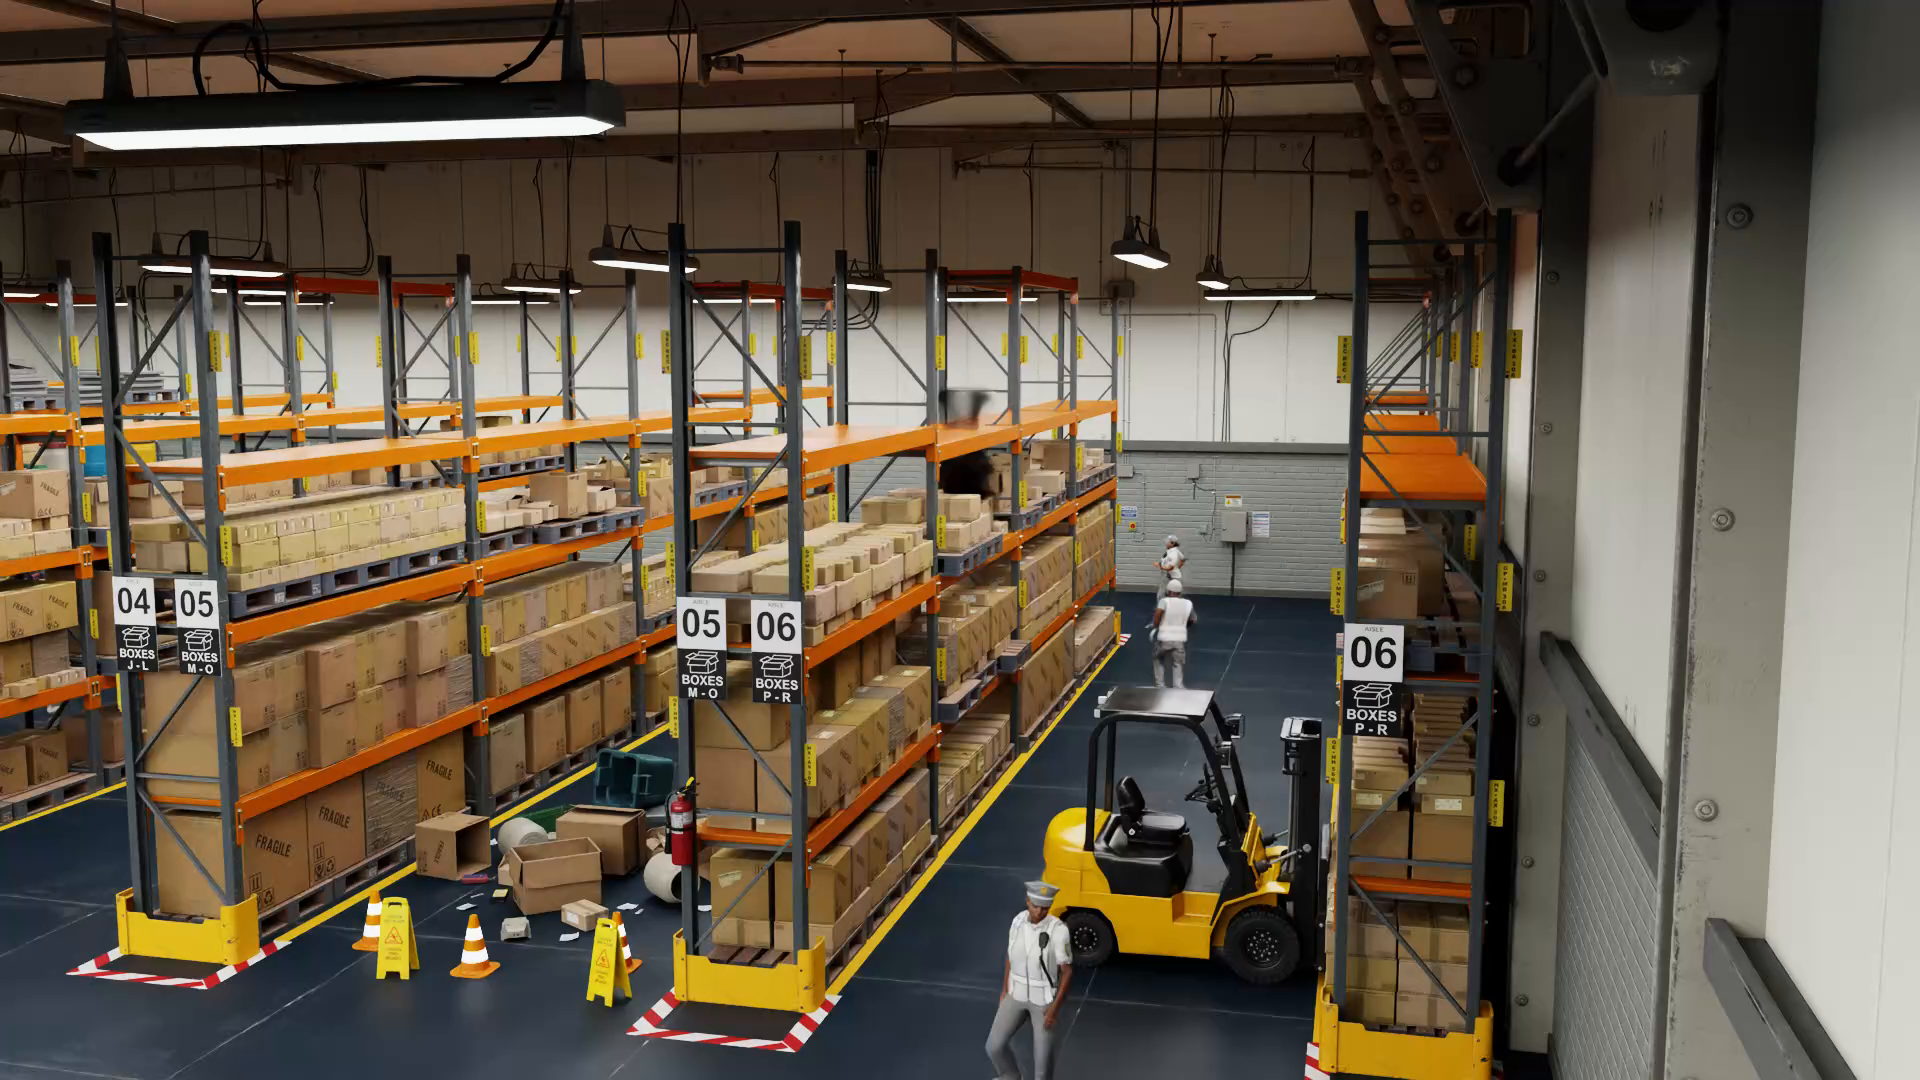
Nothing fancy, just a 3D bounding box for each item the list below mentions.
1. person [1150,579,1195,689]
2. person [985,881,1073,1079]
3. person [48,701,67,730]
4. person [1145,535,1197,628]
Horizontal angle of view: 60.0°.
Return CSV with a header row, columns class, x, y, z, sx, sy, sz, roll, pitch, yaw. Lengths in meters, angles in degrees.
class,x,y,z,sx,sy,sz,roll,pitch,yaw
person,3.009,1.435,23.558,0.687,1.729,0.910,0,7,-4
person,0.413,3.028,10.955,0.707,1.651,0.586,3,8,24
person,-11.985,1.630,22.023,0.665,1.740,0.751,0,7,-4
person,3.744,0.744,29.387,0.911,1.681,0.613,1,7,6
